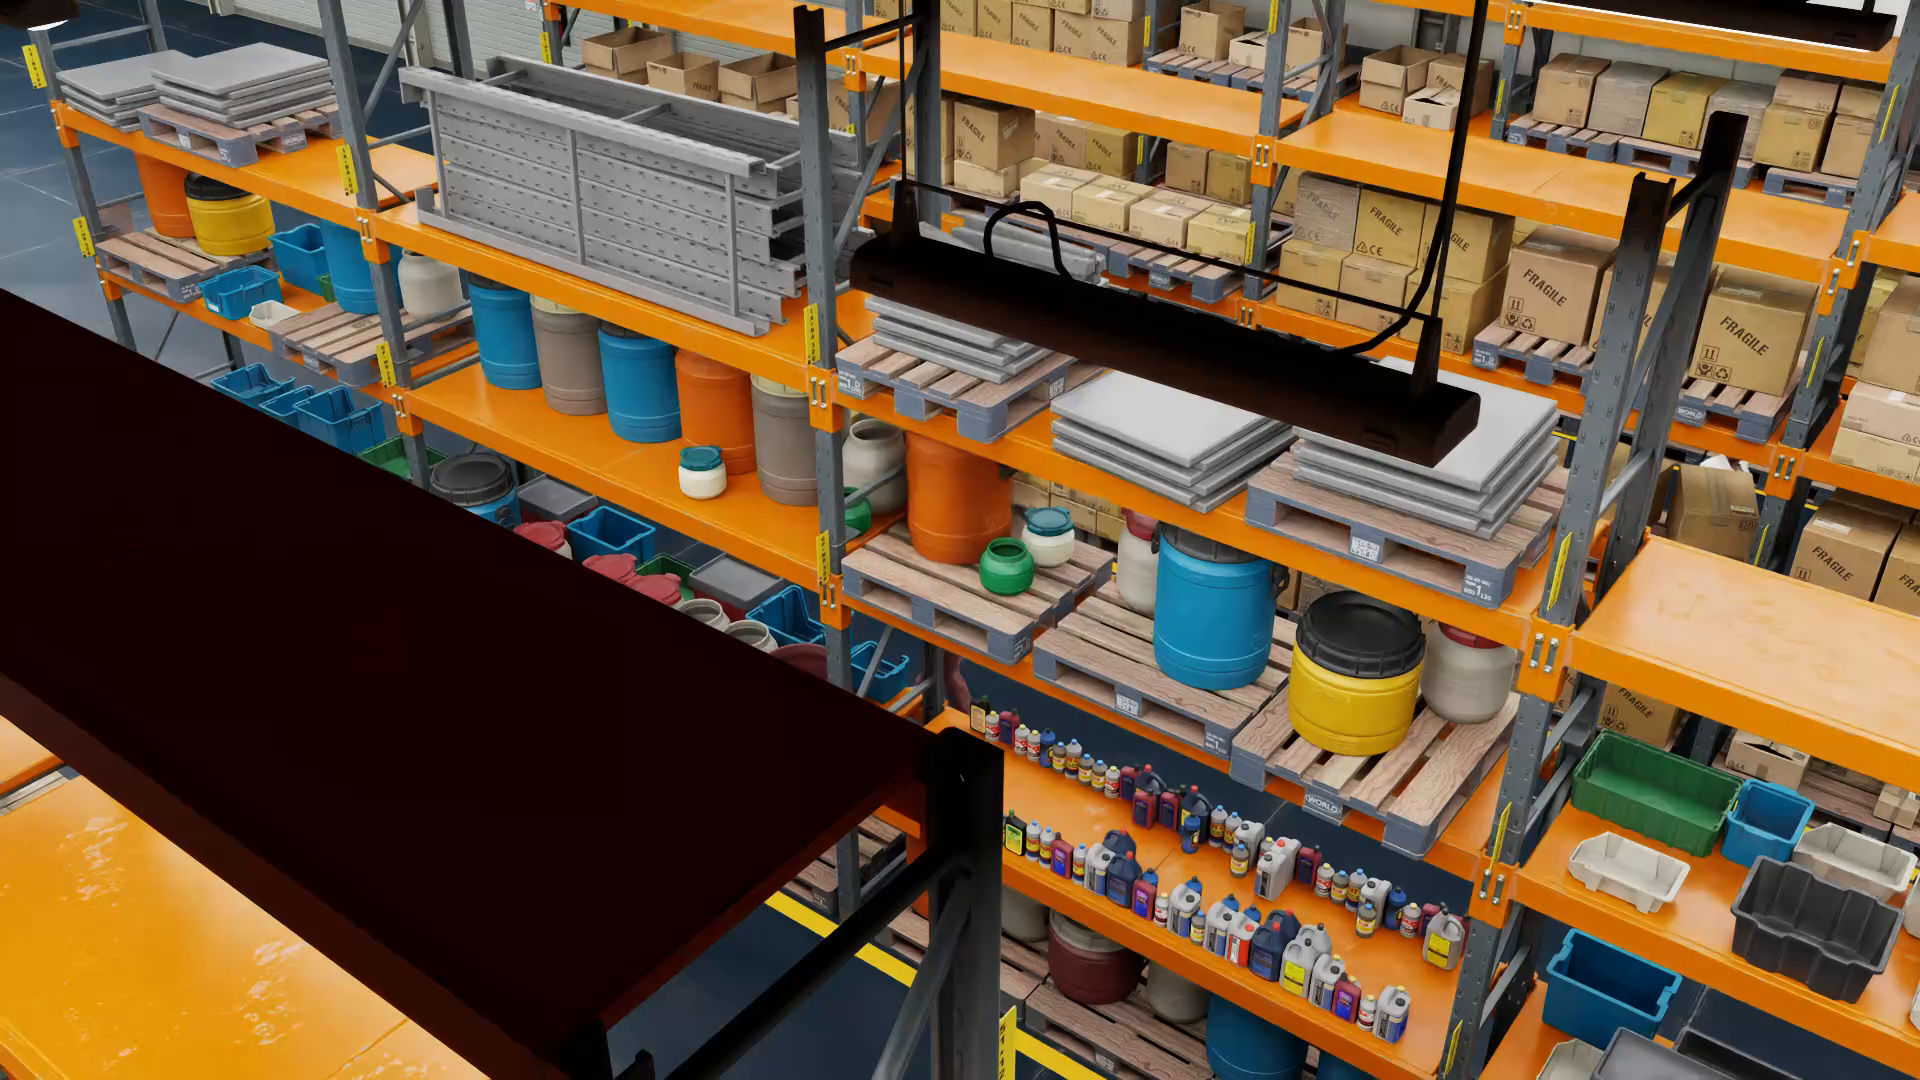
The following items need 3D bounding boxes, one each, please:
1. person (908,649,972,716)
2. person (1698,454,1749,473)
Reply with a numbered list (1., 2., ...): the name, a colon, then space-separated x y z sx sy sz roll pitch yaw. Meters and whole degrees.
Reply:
1. person: -0.164 0.652 12.646 0.745 1.669 0.472 12 34 19
2. person: 6.205 -0.147 13.824 0.633 1.778 0.588 -16 35 -24
